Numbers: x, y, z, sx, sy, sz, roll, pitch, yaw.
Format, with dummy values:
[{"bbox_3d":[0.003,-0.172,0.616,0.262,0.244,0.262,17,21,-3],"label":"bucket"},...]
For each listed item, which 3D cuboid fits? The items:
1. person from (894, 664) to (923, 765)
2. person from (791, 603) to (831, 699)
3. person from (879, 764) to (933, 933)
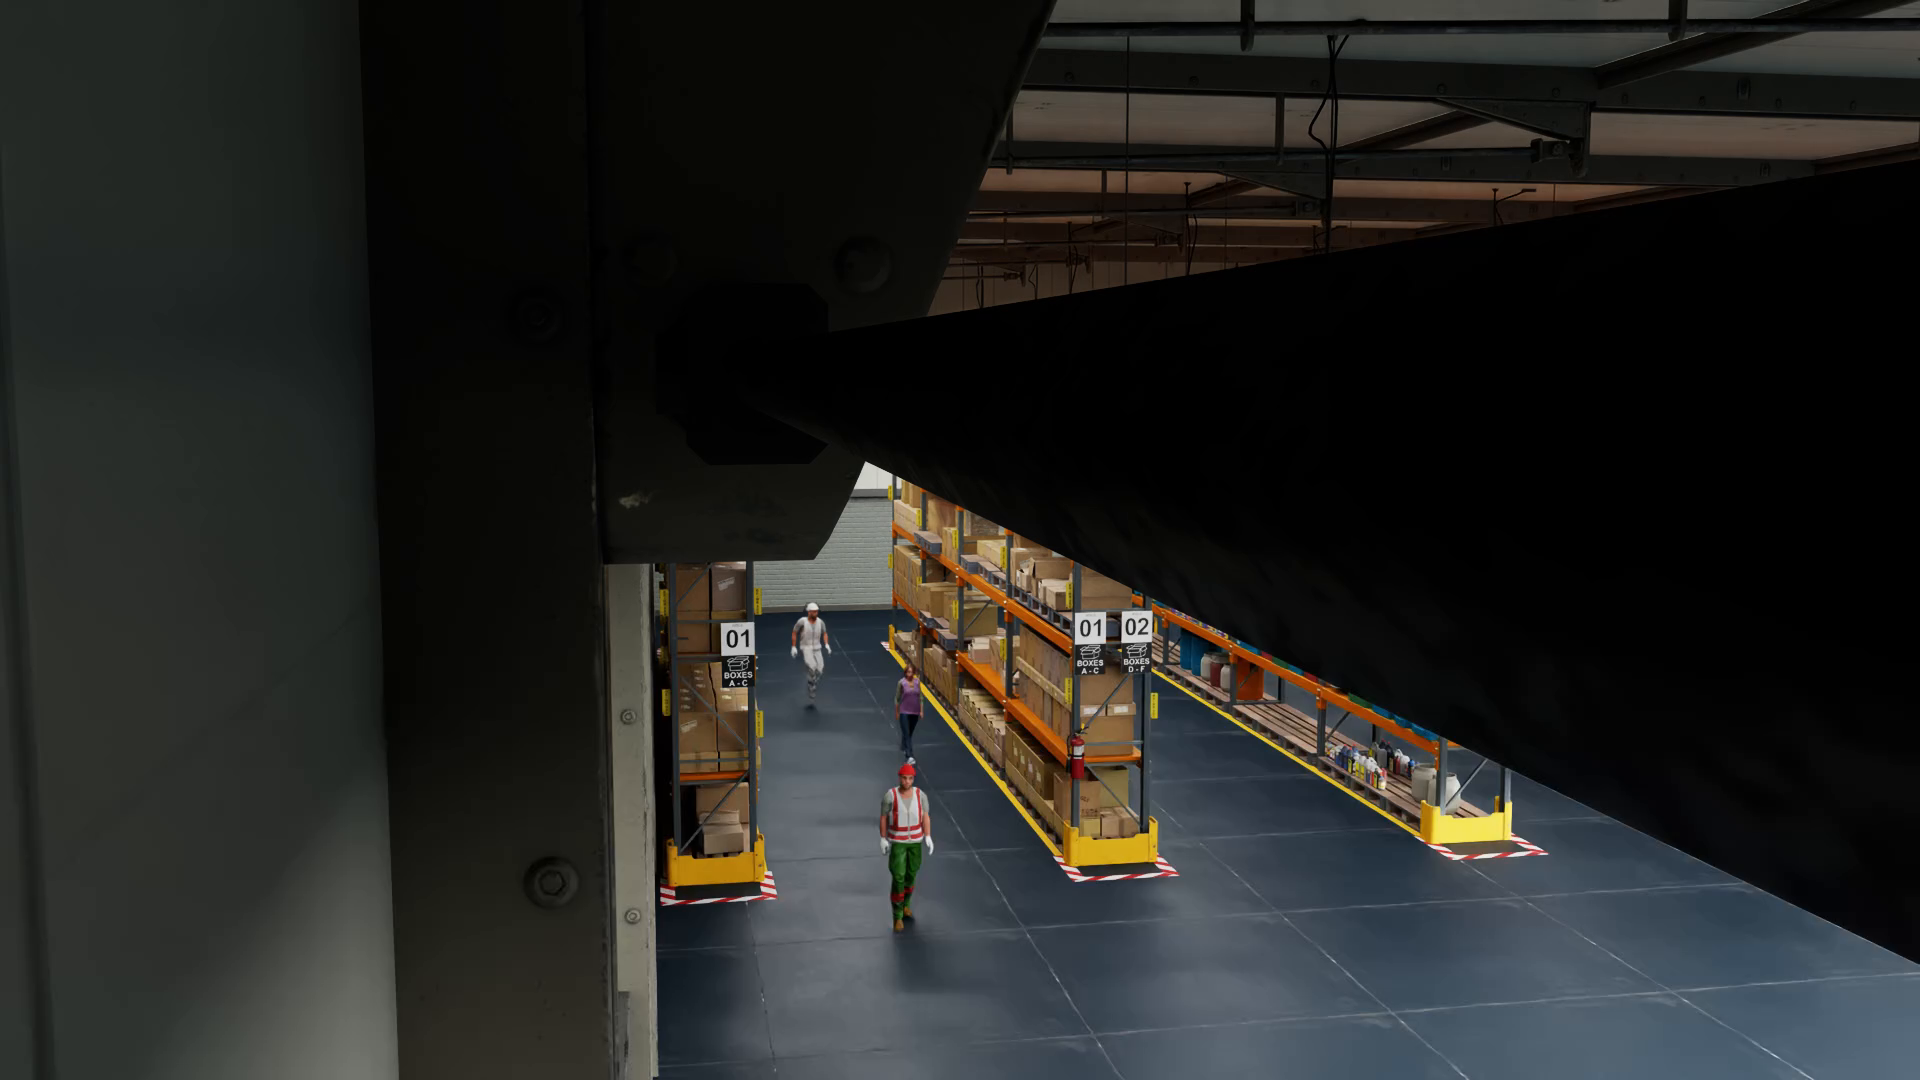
[{"bbox_3d":[-0.775,2.720,26.112,0.438,1.546,0.967,-3,7,-27],"label":"person"},{"bbox_3d":[-2.696,2.006,30.328,0.662,1.711,0.611,-4,7,-29],"label":"person"},{"bbox_3d":[-0.594,3.445,18.717,0.550,1.847,0.653,-2,7,-20],"label":"person"}]
